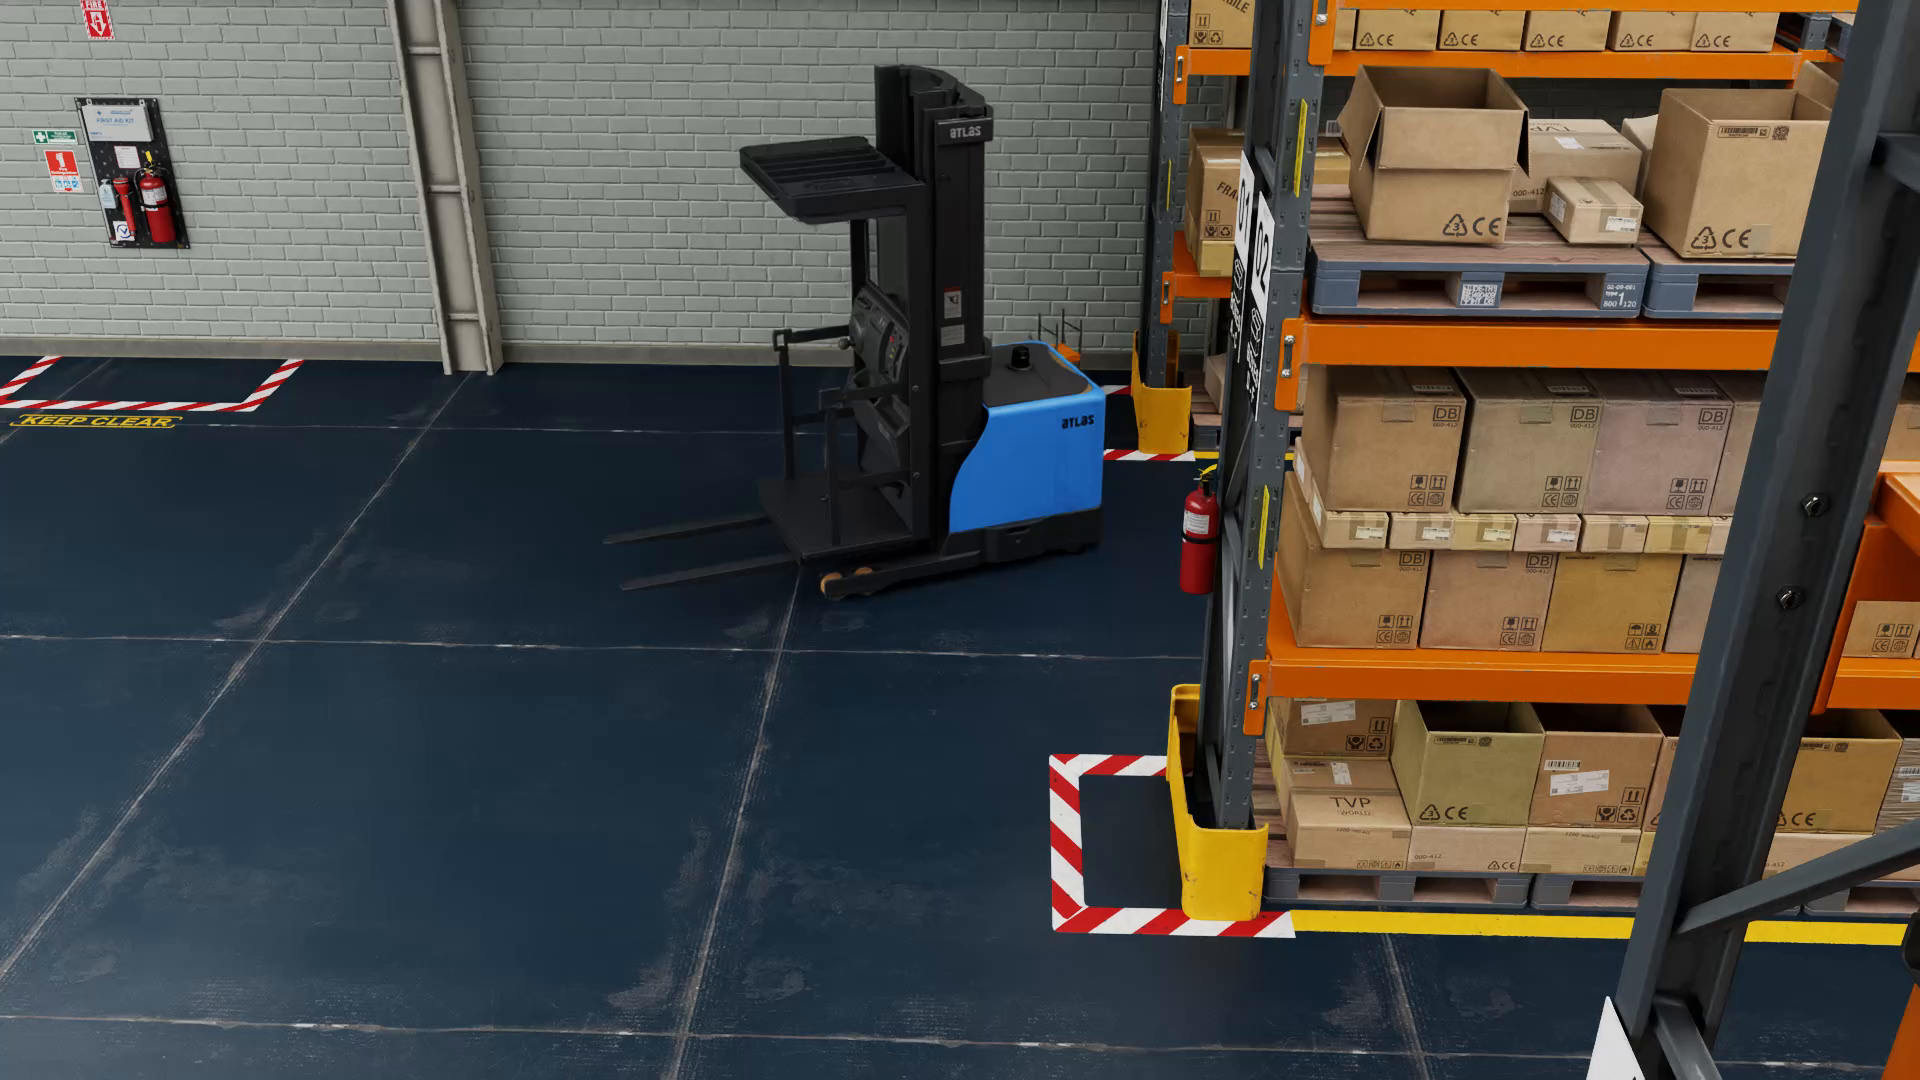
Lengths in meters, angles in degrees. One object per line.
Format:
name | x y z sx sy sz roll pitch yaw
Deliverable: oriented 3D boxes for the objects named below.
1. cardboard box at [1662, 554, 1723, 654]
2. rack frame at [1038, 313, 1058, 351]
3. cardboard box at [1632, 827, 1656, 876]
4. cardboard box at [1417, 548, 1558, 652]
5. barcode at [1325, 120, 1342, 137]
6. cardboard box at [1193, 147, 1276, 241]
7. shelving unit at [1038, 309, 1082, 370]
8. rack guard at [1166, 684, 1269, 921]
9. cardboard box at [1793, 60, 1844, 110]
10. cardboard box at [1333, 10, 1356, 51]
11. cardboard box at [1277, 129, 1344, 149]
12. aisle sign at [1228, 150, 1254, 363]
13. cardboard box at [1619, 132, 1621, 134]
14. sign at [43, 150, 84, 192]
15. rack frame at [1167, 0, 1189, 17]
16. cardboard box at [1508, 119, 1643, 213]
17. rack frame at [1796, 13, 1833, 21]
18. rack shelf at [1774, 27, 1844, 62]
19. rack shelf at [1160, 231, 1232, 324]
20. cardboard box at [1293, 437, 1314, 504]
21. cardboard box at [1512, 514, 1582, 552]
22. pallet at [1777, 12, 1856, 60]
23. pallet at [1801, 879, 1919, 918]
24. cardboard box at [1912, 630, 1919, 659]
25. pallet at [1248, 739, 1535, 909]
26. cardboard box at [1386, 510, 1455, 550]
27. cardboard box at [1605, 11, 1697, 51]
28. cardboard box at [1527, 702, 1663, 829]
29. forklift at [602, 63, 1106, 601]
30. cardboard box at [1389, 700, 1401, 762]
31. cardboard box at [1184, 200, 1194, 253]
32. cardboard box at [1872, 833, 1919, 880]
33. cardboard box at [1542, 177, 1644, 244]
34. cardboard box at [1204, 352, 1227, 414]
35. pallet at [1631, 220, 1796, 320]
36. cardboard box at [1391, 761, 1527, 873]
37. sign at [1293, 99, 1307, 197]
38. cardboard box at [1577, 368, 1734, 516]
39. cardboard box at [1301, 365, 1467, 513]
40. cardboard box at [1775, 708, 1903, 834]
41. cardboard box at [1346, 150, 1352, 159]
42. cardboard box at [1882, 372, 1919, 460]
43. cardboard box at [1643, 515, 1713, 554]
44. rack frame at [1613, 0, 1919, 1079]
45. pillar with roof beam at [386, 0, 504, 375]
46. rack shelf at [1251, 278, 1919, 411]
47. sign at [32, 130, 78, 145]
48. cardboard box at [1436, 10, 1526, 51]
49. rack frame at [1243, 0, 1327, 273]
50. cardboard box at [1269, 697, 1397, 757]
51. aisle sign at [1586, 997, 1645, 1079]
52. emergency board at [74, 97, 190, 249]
cardboard box | 3.236 0.102 7.174 0.500 0.500 0.700 2 28 3
rack frame | 0.575 -0.912 11.114 0.006 1.200 0.240 -14 31 -25
cardboard box | 3.250 1.276 7.553 0.500 0.250 0.500 1 28 2
cardboard box | 2.214 0.084 7.207 0.500 0.500 0.700 2 28 3
barcode | 1.541 -1.694 6.847 0.075 0.075 0.001 1 28 2
cardboard box | 1.860 -2.336 11.217 0.500 0.500 0.500 1 28 2
shelving unit | 0.656 -0.932 11.152 0.189 1.200 0.258 -14 31 -25
rack guard | 1.198 1.212 7.855 0.348 0.500 1.175 1 28 2
cardboard box | 3.579 -1.530 6.449 0.637 0.503 0.797 4 28 7
cardboard box | 2.254 -3.441 10.633 0.500 0.500 0.500 3 28 5
cardboard box | 2.375 -2.563 11.646 0.500 0.500 0.500 1 28 2
aisle sign | 1.167 -1.179 6.921 0.004 0.787 0.394 1 28 2
cardboard box | 4.412 -2.534 11.591 0.500 0.500 0.500 1 28 2
sign | -6.890 -2.835 12.783 0.234 0.329 0.001 1 28 2
rack frame | 1.394 -4.861 10.238 0.127 3.000 1.000 1 28 2
cardboard box | 2.383 -1.503 6.667 0.500 0.250 0.500 1 28 2
rack frame | 5.391 -4.795 10.113 0.127 3.000 1.000 1 28 2
rack shelf | 7.390 -3.119 10.922 4.000 0.370 1.077 1 28 2
rack shelf | 3.392 -1.860 11.749 4.000 0.370 1.077 1 28 2
cardboard box | 1.611 -0.305 7.250 0.250 0.149 0.380 0 28 1
cardboard box | 2.372 -0.102 6.866 0.250 0.149 0.380 1 28 1
pallet | 6.004 -3.327 10.746 1.003 0.211 1.213 1 28 2
pallet | 4.427 1.374 7.859 1.213 0.211 1.003 1 28 2
cardboard box | 4.249 0.120 7.140 0.500 0.500 0.700 1 28 1
pallet | 1.988 1.333 7.935 1.213 0.211 1.003 1 28 2
cardboard box | 1.871 -0.112 6.885 0.250 0.149 0.380 0 28 0
cardboard box | 4.373 -3.430 10.612 0.500 0.500 0.500 -1 28 -3
cardboard box | 2.750 0.929 7.407 0.500 0.500 0.500 1 28 2
forklift | -0.666 -1.209 9.826 3.031 2.935 1.130 -10 30 -18
cardboard box | 2.269 1.011 8.053 0.500 0.250 0.500 1 28 2
cardboard box | 1.868 -2.236 11.830 0.500 0.250 0.500 1 28 3
cardboard box | 4.249 1.285 7.535 0.500 0.250 0.500 1 28 2
cardboard box | 2.392 -1.252 6.301 0.250 0.149 0.380 1 28 2
cardboard box | 2.082 -1.163 12.068 0.500 0.311 0.500 -2 28 -4
pallet | 3.151 -1.135 6.506 1.213 0.211 1.003 1 28 2
cardboard box | 2.250 1.257 7.589 0.500 0.250 0.500 1 28 2
sign | 1.197 -1.379 5.853 0.005 0.325 0.100 1 28 2
cardboard box | 2.771 -0.480 6.887 0.500 0.500 0.700 1 28 2
cardboard box | 1.741 -0.495 6.914 0.500 0.500 0.700 1 28 2
cardboard box | 3.750 0.947 7.374 0.500 0.500 0.500 1 28 2
cardboard box | 2.870 -2.312 11.171 0.500 0.500 0.500 0 28 0
cardboard box | 3.771 -0.464 6.856 0.500 0.500 0.700 1 28 2
cardboard box | 2.894 -0.095 6.853 0.250 0.149 0.380 1 28 1
rack frame | 1.044 -0.222 1.487 0.053 2.616 0.949 1 28 2
pillar with roof beam | -4.025 -3.339 7.366 0.400 9.000 9.100 1 28 2
rack shelf | 3.221 -0.866 6.672 4.000 0.370 1.077 1 28 2
sign | -6.886 -3.065 12.650 0.331 0.109 0.001 1 28 2
cardboard box | 3.310 -3.435 10.622 0.500 0.500 0.500 3 28 5
rack frame | 1.222 -2.542 5.864 0.127 3.000 1.000 1 28 2
cardboard box | 1.769 0.676 7.885 0.500 0.500 0.500 1 28 2
aisle sign | 0.982 1.138 2.551 0.004 0.787 0.394 1 28 2
emergency board | -6.341 -2.762 12.683 0.643 1.169 0.194 1 28 2
